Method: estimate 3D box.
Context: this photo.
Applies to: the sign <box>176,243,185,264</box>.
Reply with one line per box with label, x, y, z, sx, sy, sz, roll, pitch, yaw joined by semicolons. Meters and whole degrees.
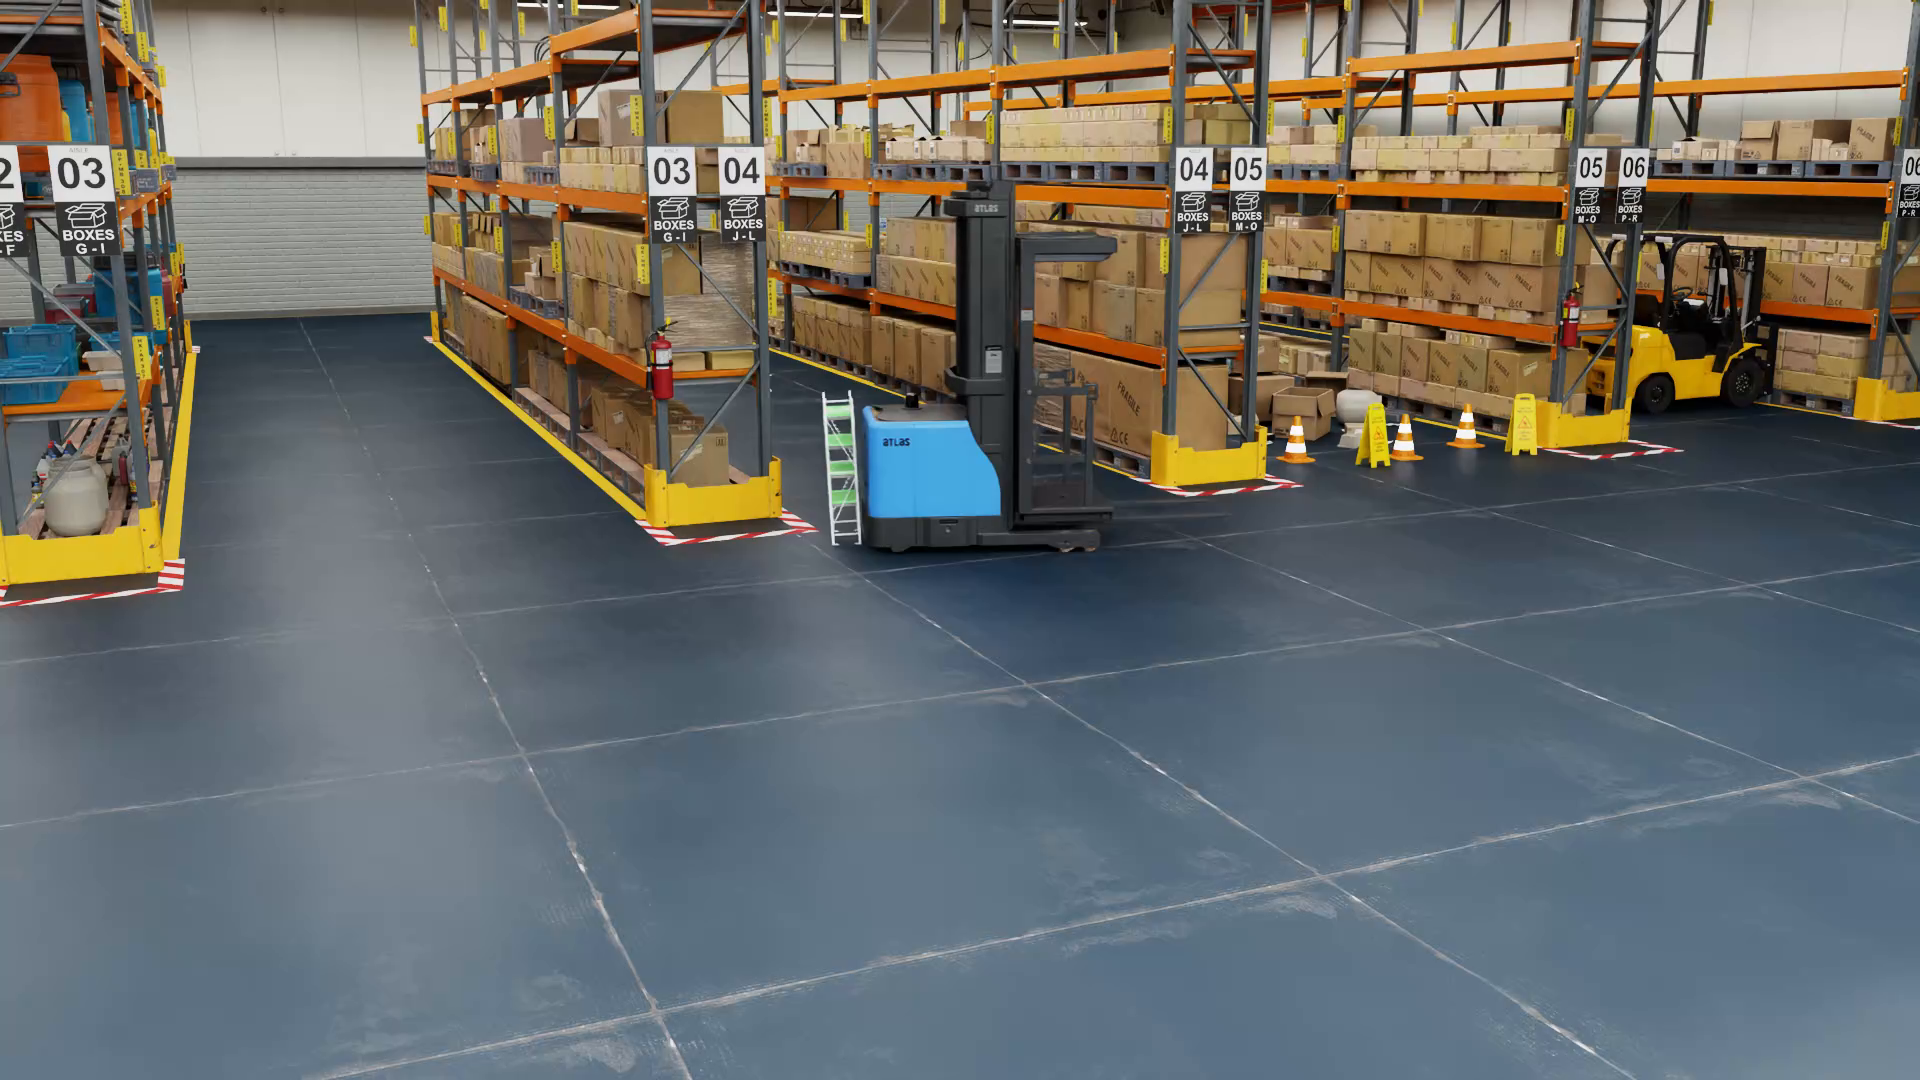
sign;-12.588;-4.629;26.854;0.100;0.325;0.005;-6;14;-23

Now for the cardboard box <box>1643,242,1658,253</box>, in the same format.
cardboard box;9.773;-4.084;23.201;0.380;0.149;0.250;-6;14;-24

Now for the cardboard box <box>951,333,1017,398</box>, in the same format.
cardboard box;0.514;-2.120;20.435;1.050;0.750;0.750;-6;14;-23

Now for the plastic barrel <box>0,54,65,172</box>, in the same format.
plastic barrel;-6.987;-3.155;12.311;0.600;0.830;0.708;-6;14;-23

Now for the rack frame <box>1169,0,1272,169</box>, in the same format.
rack frame;2.448;-4.988;15.463;1.000;3.000;0.127;-6;14;-23

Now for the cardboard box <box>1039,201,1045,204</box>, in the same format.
cardboard box;1.624;-6.016;29.331;0.380;0.149;0.250;-6;14;-23

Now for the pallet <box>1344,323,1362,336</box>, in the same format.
pallet;7.535;-3.686;29.326;1.003;0.211;1.213;-6;14;-23

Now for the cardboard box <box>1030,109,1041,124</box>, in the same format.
cardboard box;0.986;-4.609;18.114;0.380;0.149;0.250;-6;14;-24

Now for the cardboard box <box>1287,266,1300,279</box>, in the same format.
cardboard box;4.656;-3.629;22.523;0.380;0.149;0.250;-6;14;-24

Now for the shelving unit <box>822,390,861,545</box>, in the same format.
shelving unit;-0.983;-0.606;13.801;0.258;1.200;0.503;-4;13;-5

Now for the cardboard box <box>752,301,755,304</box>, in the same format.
cardboard box;-3.518;-4.067;28.862;0.380;0.149;0.250;-5;14;-22

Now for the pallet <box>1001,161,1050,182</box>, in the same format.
pallet;1.163;-4.139;18.647;1.003;0.211;1.213;-6;14;-23

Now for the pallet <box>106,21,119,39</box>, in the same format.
pallet;-7.430;-4.232;13.506;1.003;0.211;1.213;-6;14;-23

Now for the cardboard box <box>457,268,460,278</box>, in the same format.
cardboard box;-7.470;-4.081;25.409;0.380;0.149;0.250;-5;14;-22

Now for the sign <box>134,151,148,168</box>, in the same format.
sign;-7.770;-3.530;15.797;0.100;0.325;0.005;-6;14;-23

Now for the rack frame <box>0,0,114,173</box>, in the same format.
rack frame;-6.676;-4.113;11.684;1.000;3.000;0.127;-6;14;-23

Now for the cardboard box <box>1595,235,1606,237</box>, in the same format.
cardboard box;9.586;-4.482;24.921;0.380;0.149;0.250;-6;14;-23

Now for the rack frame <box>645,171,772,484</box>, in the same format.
rack frame;-2.138;-1.638;14.294;1.000;3.000;0.127;-6;14;-23

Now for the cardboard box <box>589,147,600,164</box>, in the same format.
cardboard box;-3.335;-3.686;15.938;0.380;0.149;0.250;-6;14;-24

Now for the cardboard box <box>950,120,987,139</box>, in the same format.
cardboard box;0.196;-5.147;21.430;0.500;0.500;0.500;-6;14;-23

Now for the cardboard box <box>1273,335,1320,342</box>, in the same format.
cardboard box;4.557;-2.684;23.709;0.950;0.372;0.625;-5;14;-21

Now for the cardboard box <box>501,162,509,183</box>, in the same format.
cardboard box;-5.387;-4.559;20.595;0.500;0.250;0.500;-5;14;-22

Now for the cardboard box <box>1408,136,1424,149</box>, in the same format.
cardboard box;5.622;-4.782;20.017;0.380;0.149;0.250;-6;14;-25

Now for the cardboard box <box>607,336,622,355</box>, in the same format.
cardboard box;-3.138;-1.856;15.794;0.380;0.149;0.250;-6;14;-23

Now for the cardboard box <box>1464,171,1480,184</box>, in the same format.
cardboard box;6.056;-4.187;19.215;0.380;0.149;0.250;-6;14;-25

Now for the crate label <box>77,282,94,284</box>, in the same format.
crate label;-9.730;-2.631;18.506;0.502;0.435;0.616;-6;14;-23

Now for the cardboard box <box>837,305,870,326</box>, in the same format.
cardboard box;-1.484;-3.291;24.385;0.500;0.250;0.500;-5;14;-22

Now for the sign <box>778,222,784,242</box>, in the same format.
sign;-2.854;-4.915;26.535;0.100;0.325;0.005;-6;14;-23

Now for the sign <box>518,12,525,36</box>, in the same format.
sign;-6.452;-7.585;24.438;0.100;0.325;0.005;-6;14;-23

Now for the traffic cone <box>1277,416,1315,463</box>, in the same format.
traffic cone;3.536;-1.067;17.454;0.336;0.463;0.334;-6;14;-23

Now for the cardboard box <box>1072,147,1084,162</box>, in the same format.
cardboard box;1.393;-4.010;17.297;0.380;0.149;0.250;-5;14;-22

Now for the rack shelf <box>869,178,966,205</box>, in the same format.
rack shelf;0.044;-4.415;21.238;1.077;0.370;4.000;-6;14;-23

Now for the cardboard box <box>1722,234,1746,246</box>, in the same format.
cardboard box;10.331;-3.966;22.035;0.380;0.149;0.250;-6;14;-23

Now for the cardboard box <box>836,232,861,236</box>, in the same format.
cardboard box;-1.704;-4.688;25.778;0.380;0.149;0.250;-6;14;-23

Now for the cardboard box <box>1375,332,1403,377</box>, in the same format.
cardboard box;5.554;-2.334;20.805;0.500;0.500;0.500;-5;14;-21

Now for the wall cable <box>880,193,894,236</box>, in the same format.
wall cable;-1.747;-7.512;37.350;0.585;1.953;0.123;-6;14;-23

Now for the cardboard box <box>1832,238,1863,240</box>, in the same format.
cardboard box;11.272;-3.743;21.071;0.380;0.149;0.250;-6;14;-23

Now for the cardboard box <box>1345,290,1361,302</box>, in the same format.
cardboard box;5.173;-3.143;21.354;0.380;0.149;0.250;-6;14;-23

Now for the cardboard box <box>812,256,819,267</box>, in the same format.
cardboard box;-1.997;-4.182;24.912;0.380;0.149;0.250;-6;14;-26

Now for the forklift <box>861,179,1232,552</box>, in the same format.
forklift;0.715;-1.452;13.644;3.031;2.935;1.130;-2;13;-7

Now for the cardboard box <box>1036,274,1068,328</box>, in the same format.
cardboard box;1.353;-2.655;18.358;0.875;0.550;0.550;-6;14;-23

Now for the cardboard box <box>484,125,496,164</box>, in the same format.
cardboard box;-6.079;-5.295;22.291;0.500;0.500;0.500;-5;14;-20

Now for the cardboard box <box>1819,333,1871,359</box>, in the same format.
cardboard box;11.019;-2.401;20.541;0.500;0.250;0.500;-5;14;-21

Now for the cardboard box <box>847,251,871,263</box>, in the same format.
cardboard box;-1.372;-4.006;23.491;0.380;0.149;0.250;-5;14;-22

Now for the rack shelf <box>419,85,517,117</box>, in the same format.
rack shelf;-7.746;-6.908;26.241;1.077;0.370;4.000;-6;14;-23

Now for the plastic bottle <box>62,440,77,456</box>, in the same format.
plastic bottle;-8.203;-0.749;15.354;0.144;0.351;0.185;-6;14;-23

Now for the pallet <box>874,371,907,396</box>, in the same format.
pallet;-0.510;-2.190;22.862;1.003;0.211;1.213;-6;14;-23

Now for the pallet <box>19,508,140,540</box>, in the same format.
pallet;-7.070;-0.012;13.452;1.003;0.211;1.213;-6;14;-23

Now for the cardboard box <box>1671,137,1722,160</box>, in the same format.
cardboard box;9.997;-5.286;22.448;0.500;0.311;0.500;-5;14;-22

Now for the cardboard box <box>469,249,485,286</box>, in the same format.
cardboard box;-6.787;-3.944;24.038;0.500;0.500;0.500;-6;14;-23

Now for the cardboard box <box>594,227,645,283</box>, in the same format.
cardboard box;-3.181;-2.720;15.872;0.500;0.500;0.500;-6;14;-23

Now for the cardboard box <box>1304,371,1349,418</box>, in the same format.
cardboard box;4.523;-1.798;20.526;0.500;0.500;0.500;4;14;16

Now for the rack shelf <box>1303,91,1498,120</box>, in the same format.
rack shelf;7.483;-7.425;28.478;1.077;0.370;4.000;-6;14;-23

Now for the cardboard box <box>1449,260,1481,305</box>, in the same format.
cardboard box;6.079;-3.021;19.390;0.500;0.500;0.500;-6;14;-23

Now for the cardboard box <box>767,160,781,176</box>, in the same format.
cardboard box;-2.804;-6.009;26.863;0.500;0.250;0.500;-5;14;-22
